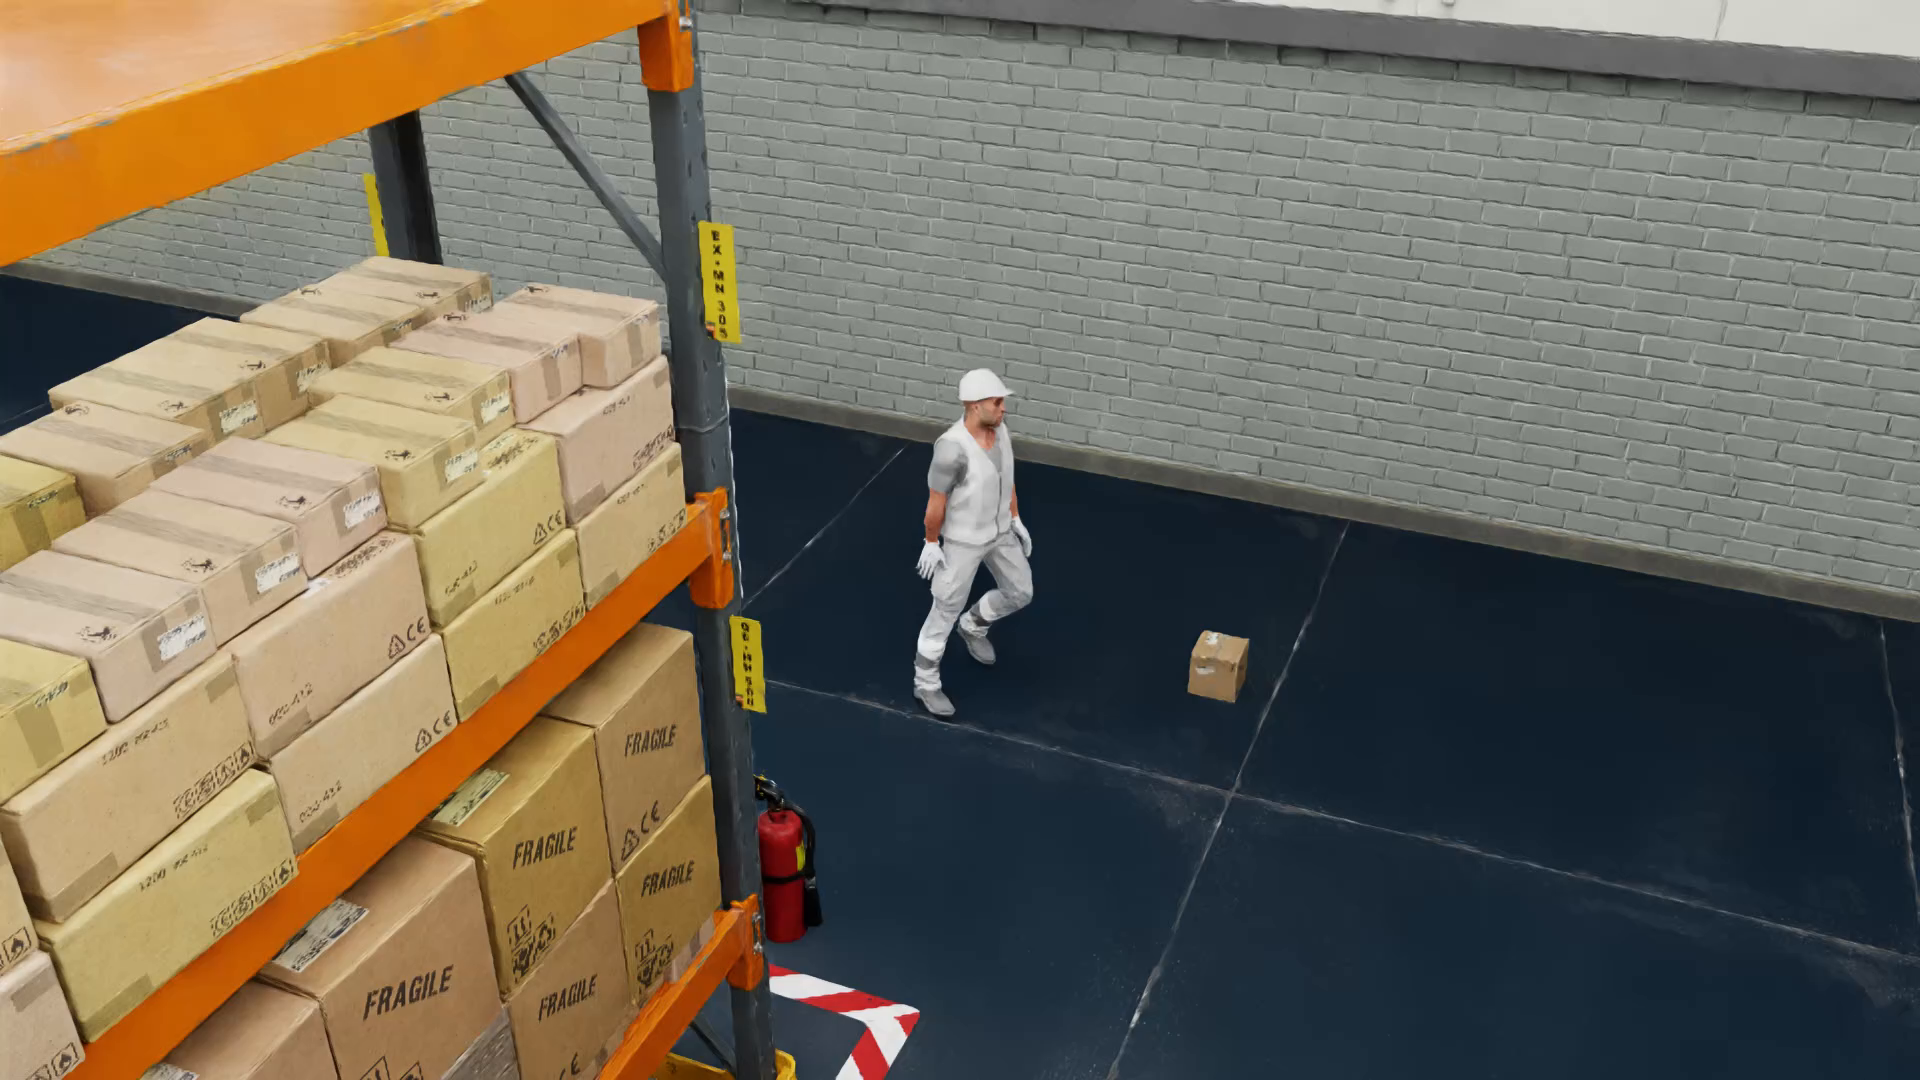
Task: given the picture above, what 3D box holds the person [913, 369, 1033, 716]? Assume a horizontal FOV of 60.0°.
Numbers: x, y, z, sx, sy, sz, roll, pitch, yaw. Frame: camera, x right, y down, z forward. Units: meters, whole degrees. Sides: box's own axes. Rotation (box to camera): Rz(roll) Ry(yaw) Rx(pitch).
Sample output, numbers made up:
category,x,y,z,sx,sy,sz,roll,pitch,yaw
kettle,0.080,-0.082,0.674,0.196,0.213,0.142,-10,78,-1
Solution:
category,x,y,z,sx,sy,sz,roll,pitch,yaw
person,0.044,-0.002,8.367,0.475,1.769,0.670,22,36,33
